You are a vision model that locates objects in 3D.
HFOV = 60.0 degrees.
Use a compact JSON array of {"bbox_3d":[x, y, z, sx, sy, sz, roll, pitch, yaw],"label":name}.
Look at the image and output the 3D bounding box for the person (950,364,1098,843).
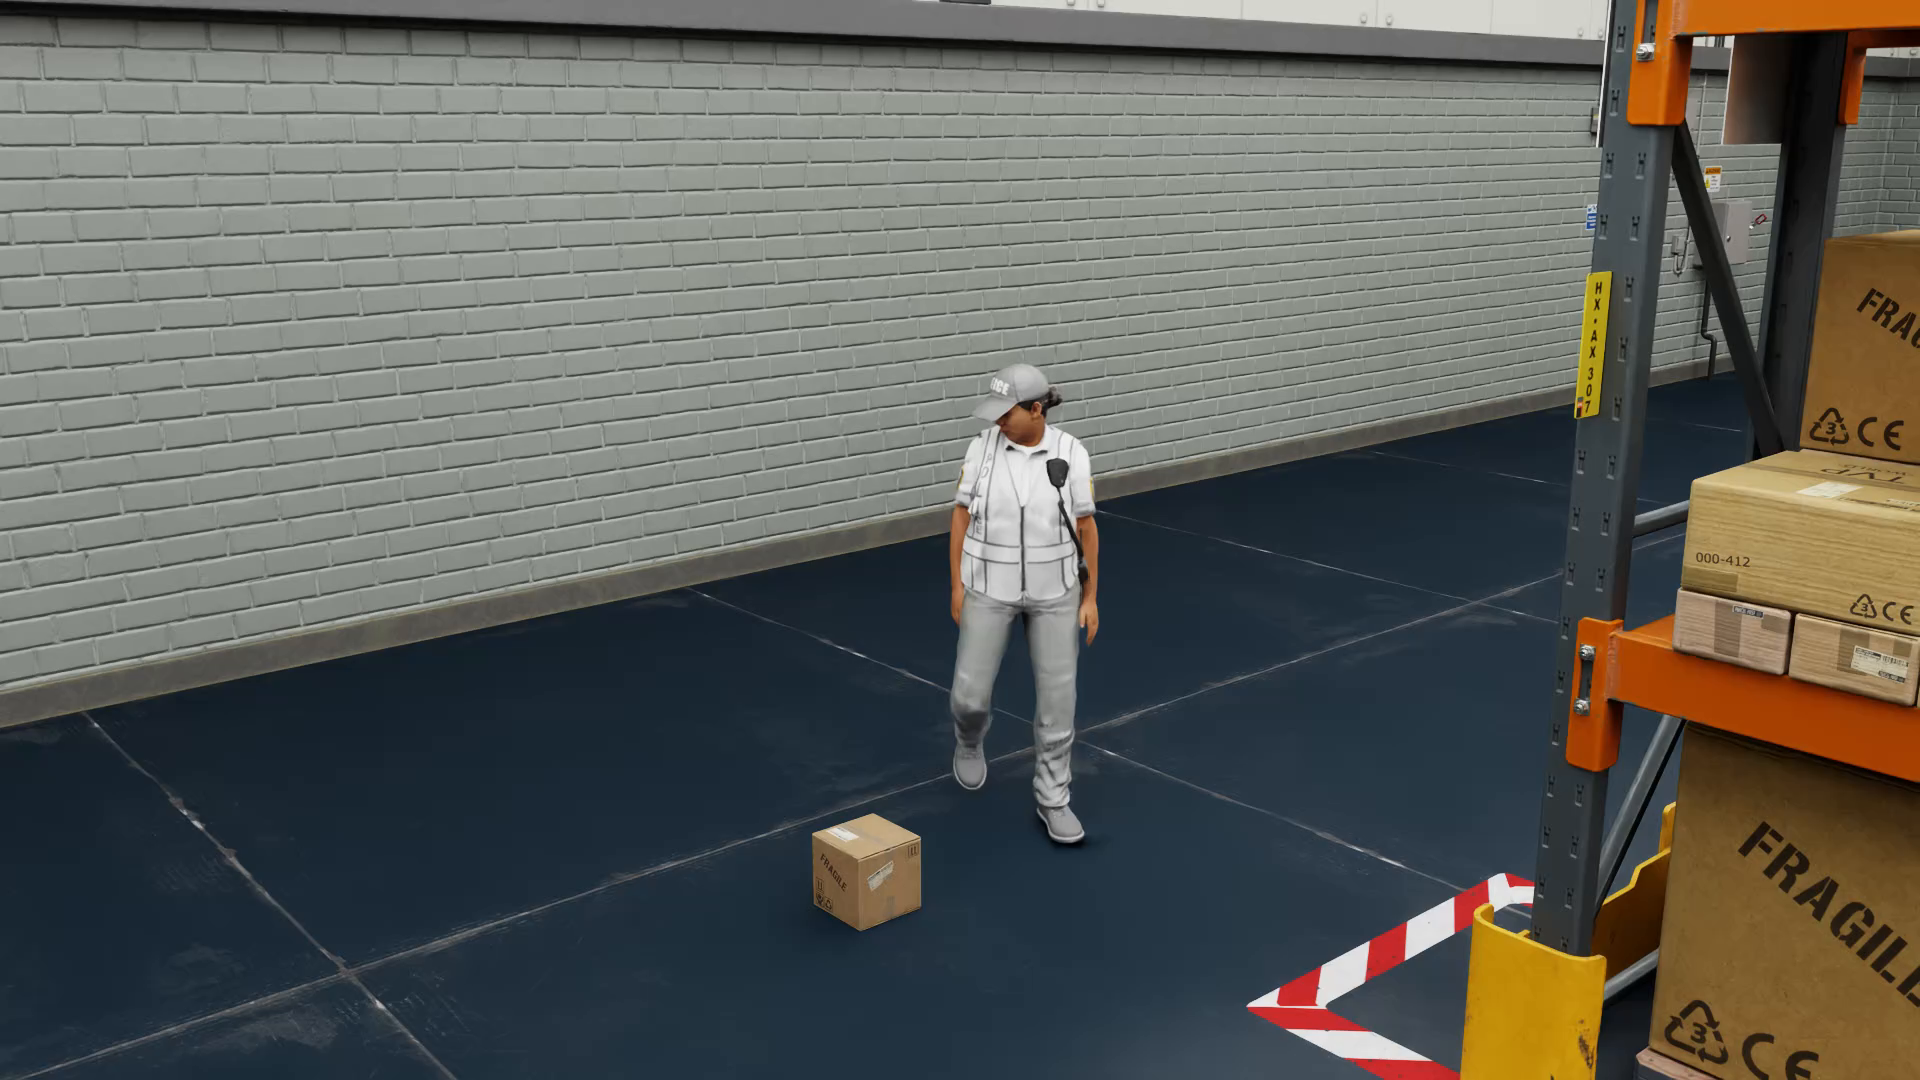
[{"bbox_3d":[0.223,0.194,5.871,0.519,1.656,0.590,0,14,0],"label":"person"}]
